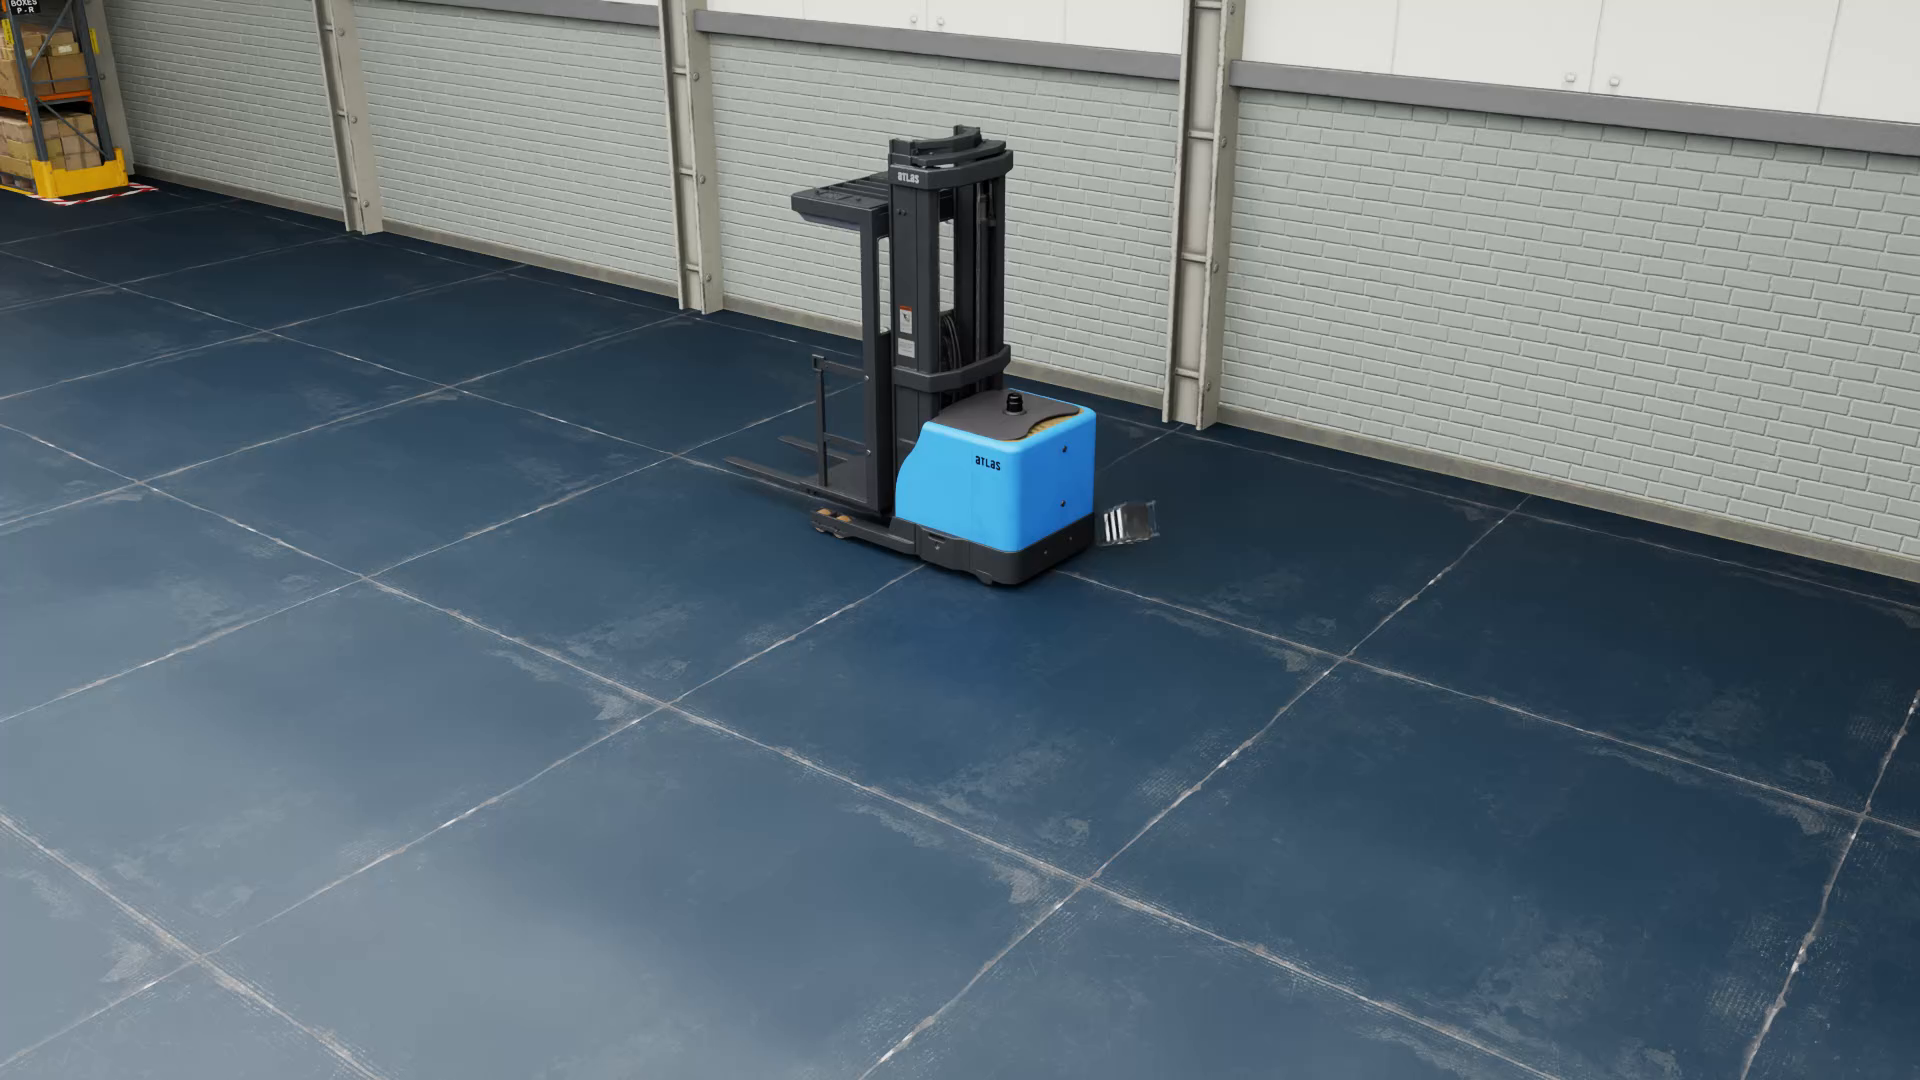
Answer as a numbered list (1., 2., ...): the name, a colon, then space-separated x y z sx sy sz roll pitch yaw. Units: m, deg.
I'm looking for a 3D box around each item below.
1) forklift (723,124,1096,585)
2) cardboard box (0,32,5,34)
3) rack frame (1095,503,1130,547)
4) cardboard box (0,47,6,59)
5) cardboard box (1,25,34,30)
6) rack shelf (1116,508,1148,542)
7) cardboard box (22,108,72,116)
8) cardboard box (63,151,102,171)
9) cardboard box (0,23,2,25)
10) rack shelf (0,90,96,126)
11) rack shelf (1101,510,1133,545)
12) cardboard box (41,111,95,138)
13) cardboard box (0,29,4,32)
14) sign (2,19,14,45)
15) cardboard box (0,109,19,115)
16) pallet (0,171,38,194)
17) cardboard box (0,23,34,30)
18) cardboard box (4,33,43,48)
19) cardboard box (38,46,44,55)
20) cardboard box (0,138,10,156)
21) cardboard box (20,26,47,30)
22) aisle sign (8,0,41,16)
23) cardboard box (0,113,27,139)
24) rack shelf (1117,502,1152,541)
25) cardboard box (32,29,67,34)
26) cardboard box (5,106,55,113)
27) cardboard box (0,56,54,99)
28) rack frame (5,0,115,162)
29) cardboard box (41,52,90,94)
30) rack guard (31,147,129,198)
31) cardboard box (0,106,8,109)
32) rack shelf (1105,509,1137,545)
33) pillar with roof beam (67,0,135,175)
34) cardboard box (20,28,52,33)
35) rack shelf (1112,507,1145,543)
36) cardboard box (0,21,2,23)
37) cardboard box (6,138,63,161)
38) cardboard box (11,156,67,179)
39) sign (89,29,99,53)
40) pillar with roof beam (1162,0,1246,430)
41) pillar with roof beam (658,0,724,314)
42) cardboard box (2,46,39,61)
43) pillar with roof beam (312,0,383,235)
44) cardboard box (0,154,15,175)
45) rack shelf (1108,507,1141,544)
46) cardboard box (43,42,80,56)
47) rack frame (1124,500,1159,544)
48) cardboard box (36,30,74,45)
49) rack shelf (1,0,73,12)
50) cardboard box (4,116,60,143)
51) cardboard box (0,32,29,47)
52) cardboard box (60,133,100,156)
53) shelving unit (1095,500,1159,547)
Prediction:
1. forklift: -0.491 -1.501 12.021 3.031 2.935 1.130 18 29 35
2. cardboard box: -13.219 -6.914 22.925 0.250 0.149 0.380 18 29 34
3. rack frame: 1.062 -0.100 11.651 0.006 0.240 0.900 -5 -3 -9
4. cardboard box: -13.032 -6.701 22.810 0.250 0.149 0.380 17 29 34
5. cardboard box: -13.328 -7.195 23.563 0.250 0.149 0.380 18 29 35
6. rack shelf: 1.185 -0.120 11.523 0.200 0.258 0.077 -5 -3 -9
7. cardboard box: -13.037 -6.001 23.799 0.500 0.250 0.500 17 29 33
8. cardboard box: -12.640 -5.428 23.739 0.500 0.250 0.500 17 29 34
9. cardboard box: -13.725 -7.325 23.857 0.250 0.149 0.380 17 29 34
10. rack shelf: -13.964 -6.467 24.100 4.000 0.370 1.077 17 29 33
11. rack shelf: 1.128 -0.095 11.877 0.200 0.258 0.077 -5 -3 -9
12. cardboard box: -12.635 -5.881 23.528 0.500 0.250 0.500 16 29 33
13. cardboard box: -13.373 -6.998 23.116 0.250 0.149 0.380 17 29 34
14. sign: -12.700 -6.779 22.186 0.005 0.325 0.100 17 29 33
15. cardboard box: -13.741 -5.955 23.695 0.500 0.250 0.500 17 29 34
16. pallet: -13.001 -5.208 23.808 1.213 0.211 1.003 17 29 33
17. cardboard box: -13.479 -7.291 23.779 0.250 0.149 0.380 16 28 32
18. cardboard box: -12.777 -6.810 22.688 0.250 0.149 0.380 17 29 33
19. cardboard box: -12.715 -6.860 23.171 0.250 0.149 0.380 17 29 33
20. cardboard box: -13.336 -5.617 23.547 0.500 0.250 0.500 16 29 33
21. cardboard box: -13.103 -7.140 23.436 0.250 0.149 0.380 17 29 34
22. aisle sign: -12.488 -7.392 22.082 0.004 0.787 0.394 17 29 33
23. cardboard box: -13.332 -5.836 23.425 0.500 0.250 0.500 17 29 34
24. rack shelf: 1.199 -0.127 11.434 0.200 0.258 0.077 -5 -3 -9
25. cardboard box: -12.680 -7.026 23.179 0.250 0.149 0.380 18 29 35
26. cardboard box: -13.431 -6.125 24.081 0.500 0.250 0.500 17 29 33
27. cardboard box: -12.915 -6.393 22.915 0.500 0.500 0.500 16 28 32
28. rack frame: -12.364 -6.313 22.857 0.127 3.000 1.000 17 29 33
29. cardboard box: -12.594 -6.568 23.312 0.500 0.500 0.500 18 29 35
30. rack guard: -12.345 -5.163 23.348 0.348 0.500 1.175 17 29 33
31. cardboard box: -13.837 -6.252 24.368 0.500 0.250 0.500 16 28 32
32. rack shelf: 1.142 -0.101 11.789 0.200 0.258 0.077 -5 -3 -9
33. pillar with roof beam: -14.962 -8.128 19.537 0.400 9.000 9.100 17 29 33
34. cardboard box: -12.913 -7.075 23.290 0.250 0.149 0.380 17 29 34
35. rack shelf: 1.171 -0.114 11.612 0.200 0.258 0.077 -5 -3 -9
36. cardboard box: -13.939 -7.388 23.999 0.250 0.149 0.380 18 29 35
37. cardboard box: -12.941 -5.492 23.264 0.500 0.250 0.500 16 29 33
38. cardboard box: -12.929 -5.258 23.353 0.500 0.250 0.500 17 29 34
39. sign: -12.026 -6.923 23.070 0.005 0.325 0.100 17 29 33
40. pillar with roof beam: -0.559 -3.775 9.658 0.400 9.000 9.100 17 29 33
41. pillar with roof beam: -5.360 -5.226 12.951 0.400 9.000 9.100 17 29 33
42. cardboard box: -12.809 -6.649 22.691 0.250 0.149 0.380 17 29 34
43. pillar with roof beam: -10.161 -6.677 16.244 0.400 9.000 9.100 17 29 33
44. cardboard box: -13.322 -5.382 23.633 0.500 0.250 0.500 17 29 33
45. rack shelf: 1.156 -0.108 11.700 0.200 0.258 0.077 -5 -3 -9
46. cardboard box: -12.480 -6.821 23.082 0.250 0.149 0.380 16 28 32
47. rack frame: 1.261 -0.119 11.684 0.006 0.240 0.900 -5 -3 -9
48. cardboard box: -12.505 -6.941 22.987 0.250 0.149 0.380 16 28 32
49. rack shelf: -13.964 -7.840 23.495 4.000 0.370 1.077 17 29 33
50. cardboard box: -12.919 -5.715 23.149 0.500 0.250 0.500 18 29 35
51. cardboard box: -12.993 -6.860 22.801 0.250 0.149 0.380 17 29 33
52. cardboard box: -12.616 -5.656 23.636 0.500 0.250 0.500 17 29 34
53. shelving unit: 1.162 -0.110 11.667 0.210 0.258 0.900 -5 -3 -9
